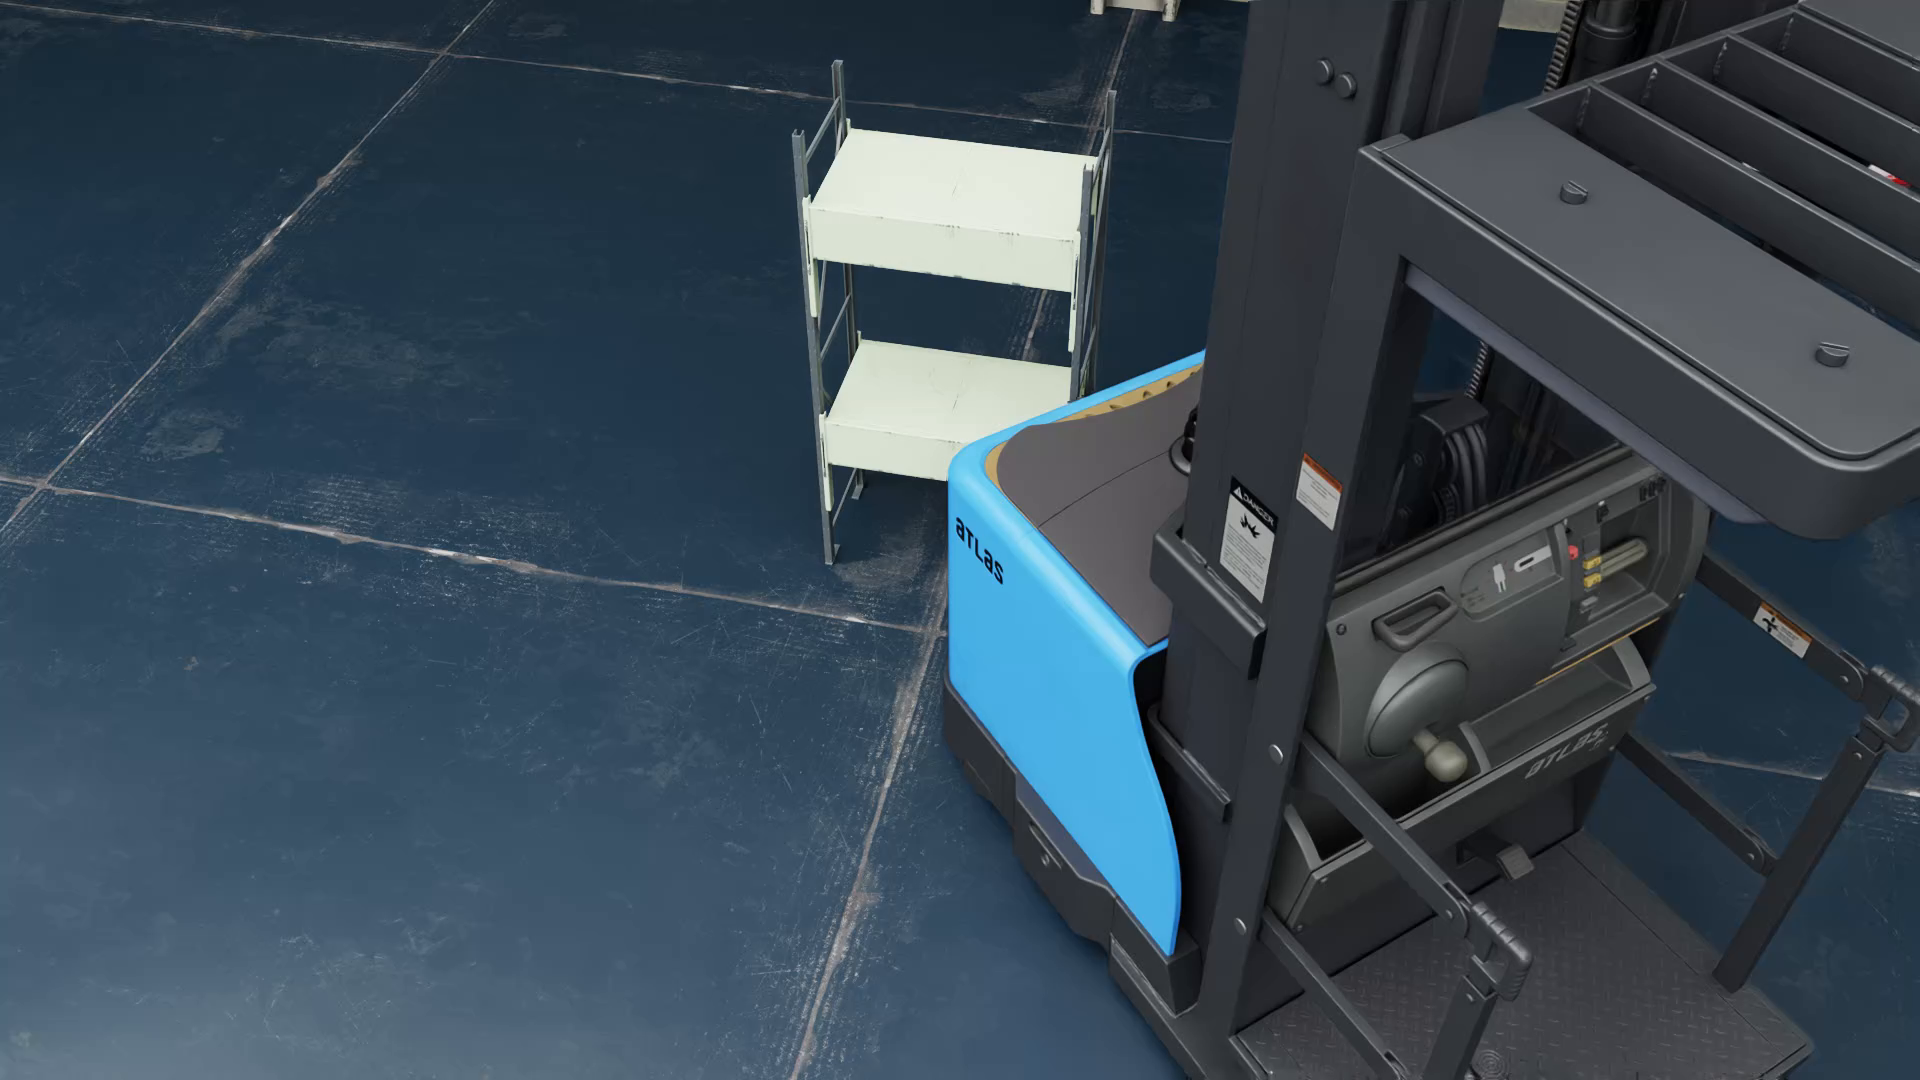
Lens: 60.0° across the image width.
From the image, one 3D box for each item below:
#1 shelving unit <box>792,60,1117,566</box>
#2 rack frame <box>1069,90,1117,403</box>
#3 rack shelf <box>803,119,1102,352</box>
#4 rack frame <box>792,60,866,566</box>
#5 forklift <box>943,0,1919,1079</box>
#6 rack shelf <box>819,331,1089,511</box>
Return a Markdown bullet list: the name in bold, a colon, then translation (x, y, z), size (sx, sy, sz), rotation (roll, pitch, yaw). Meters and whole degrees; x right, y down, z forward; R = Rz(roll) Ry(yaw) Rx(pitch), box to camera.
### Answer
- **shelving unit**: translation (-0.007, -0.541, 4.731), size (0.755, 1.500, 0.431), rotation (9, 45, 9)
- **rack frame**: translation (0.351, -0.486, 4.673), size (0.023, 1.500, 0.400), rotation (9, 45, 9)
- **rack shelf**: translation (-0.007, -0.823, 4.460), size (0.720, 0.370, 0.431), rotation (9, 45, 9)
- **rack frame**: translation (-0.364, -0.597, 4.789), size (0.023, 1.500, 0.400), rotation (9, 45, 9)
- **forklift**: translation (1.148, 0.209, 2.919), size (1.130, 2.935, 3.031), rotation (-23, 48, -22)
- **rack shelf**: translation (-0.007, -0.306, 4.957), size (0.720, 0.370, 0.431), rotation (9, 45, 9)
